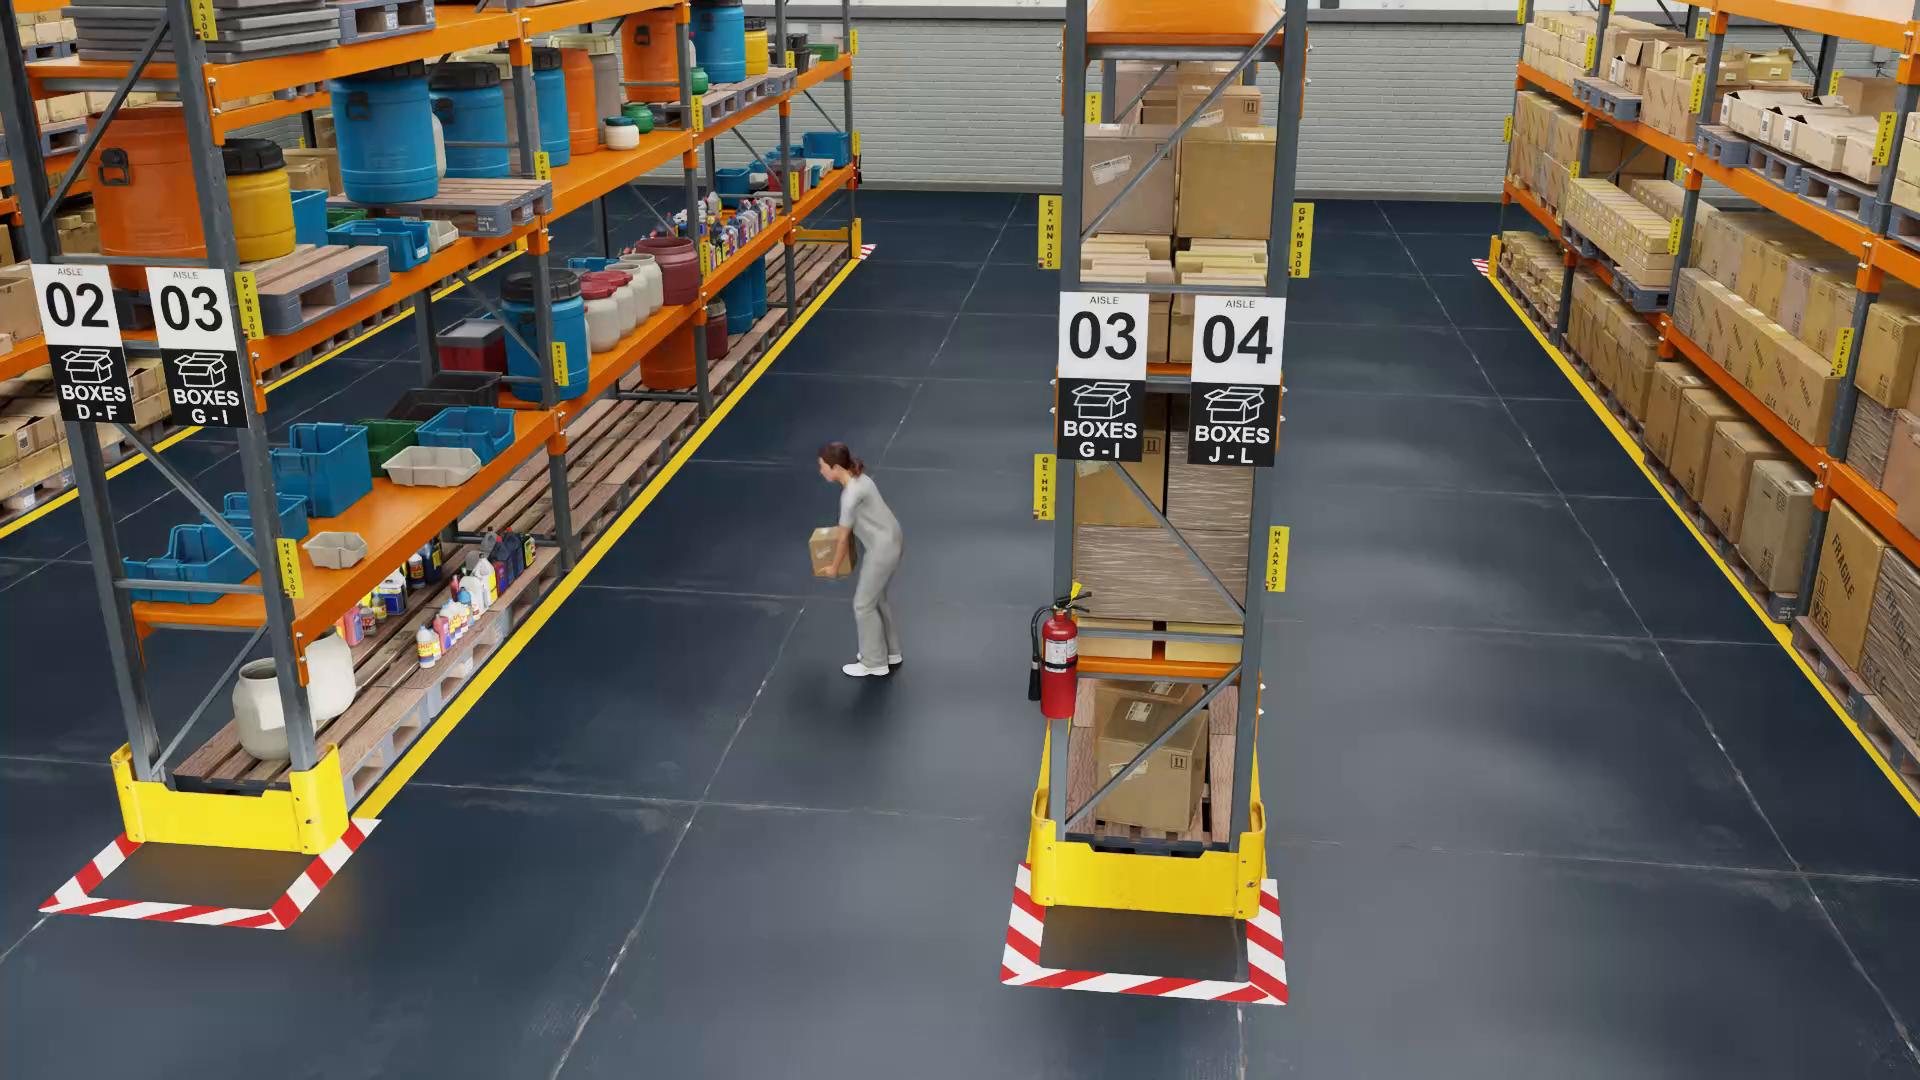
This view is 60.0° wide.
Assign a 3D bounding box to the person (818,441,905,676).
[{"bbox_3d":[-0.639,0.120,10.894,0.546,1.597,0.404,2,21,5],"label":"person"}]
